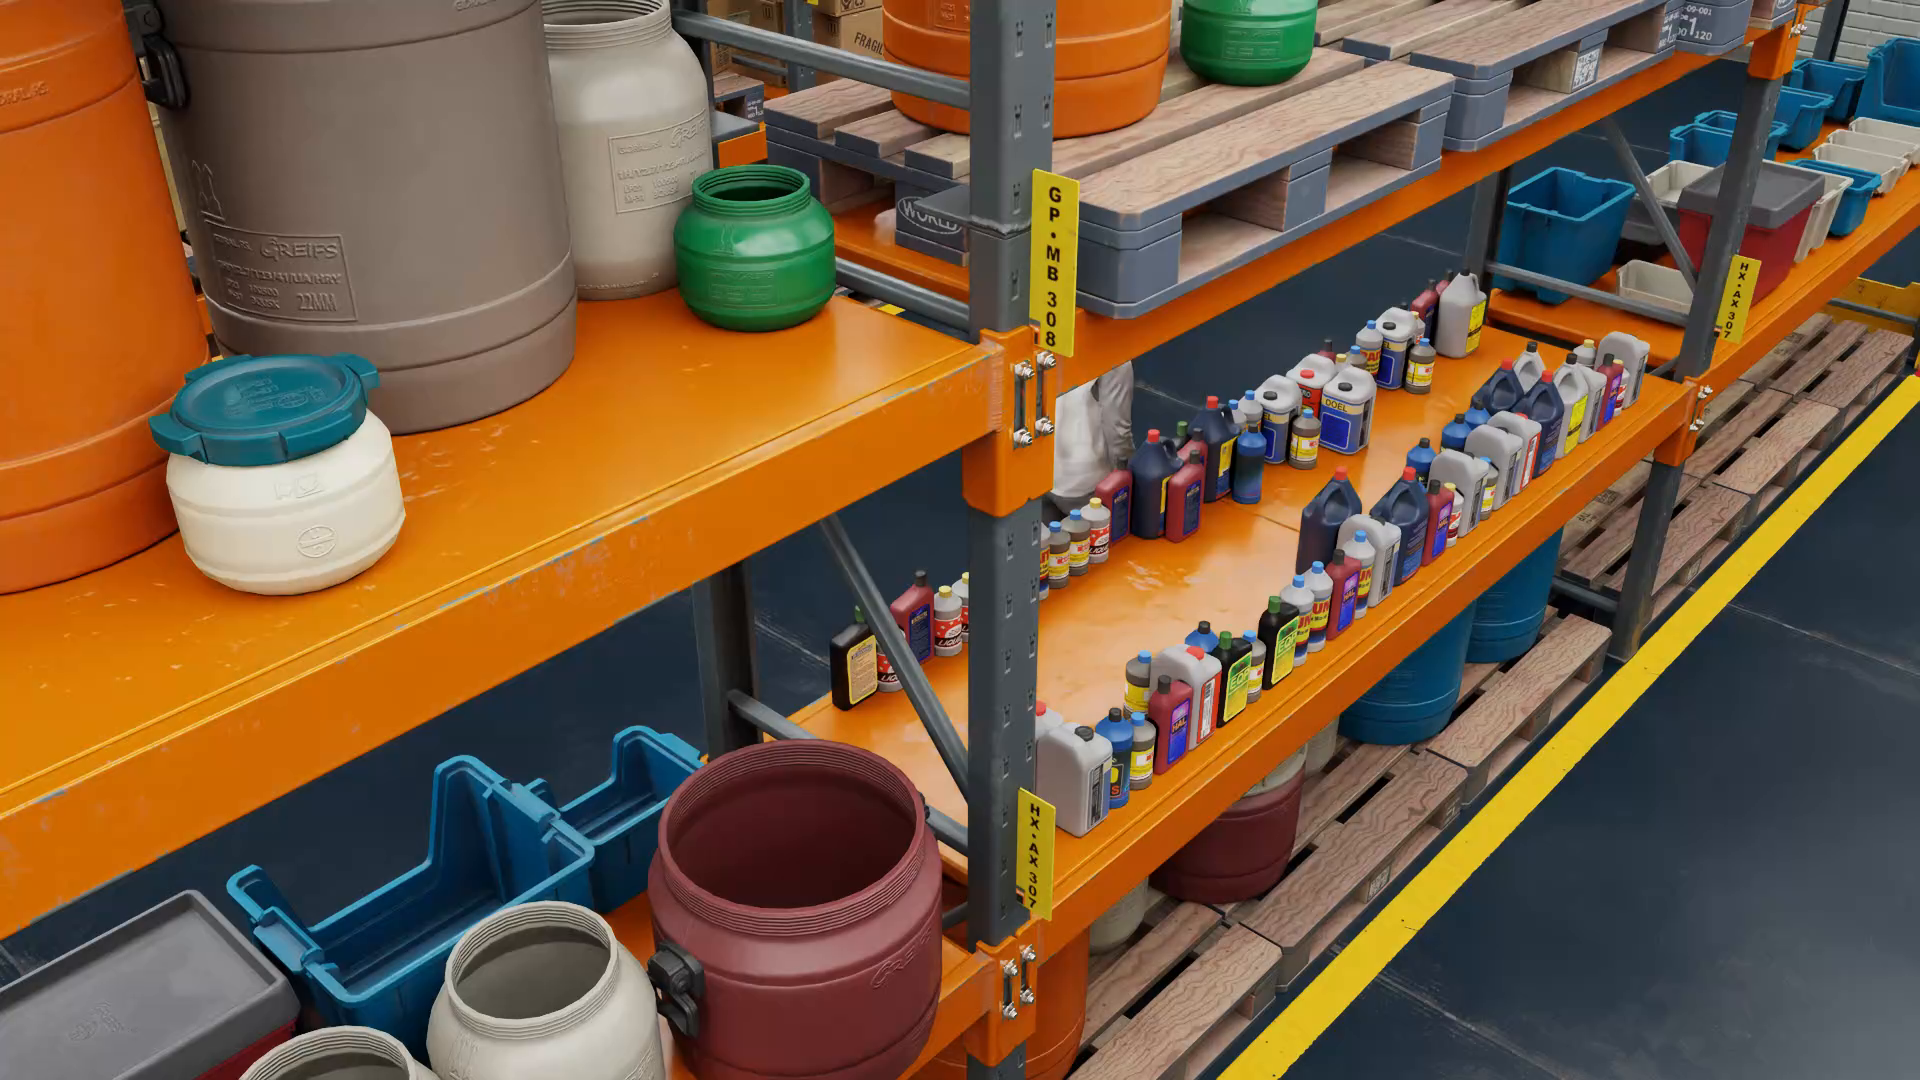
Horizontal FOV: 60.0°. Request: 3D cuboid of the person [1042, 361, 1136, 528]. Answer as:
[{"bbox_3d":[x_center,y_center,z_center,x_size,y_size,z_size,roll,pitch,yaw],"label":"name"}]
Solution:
[{"bbox_3d":[0.452,-0.297,6.599,0.581,1.772,0.460,25,39,35],"label":"person"}]
